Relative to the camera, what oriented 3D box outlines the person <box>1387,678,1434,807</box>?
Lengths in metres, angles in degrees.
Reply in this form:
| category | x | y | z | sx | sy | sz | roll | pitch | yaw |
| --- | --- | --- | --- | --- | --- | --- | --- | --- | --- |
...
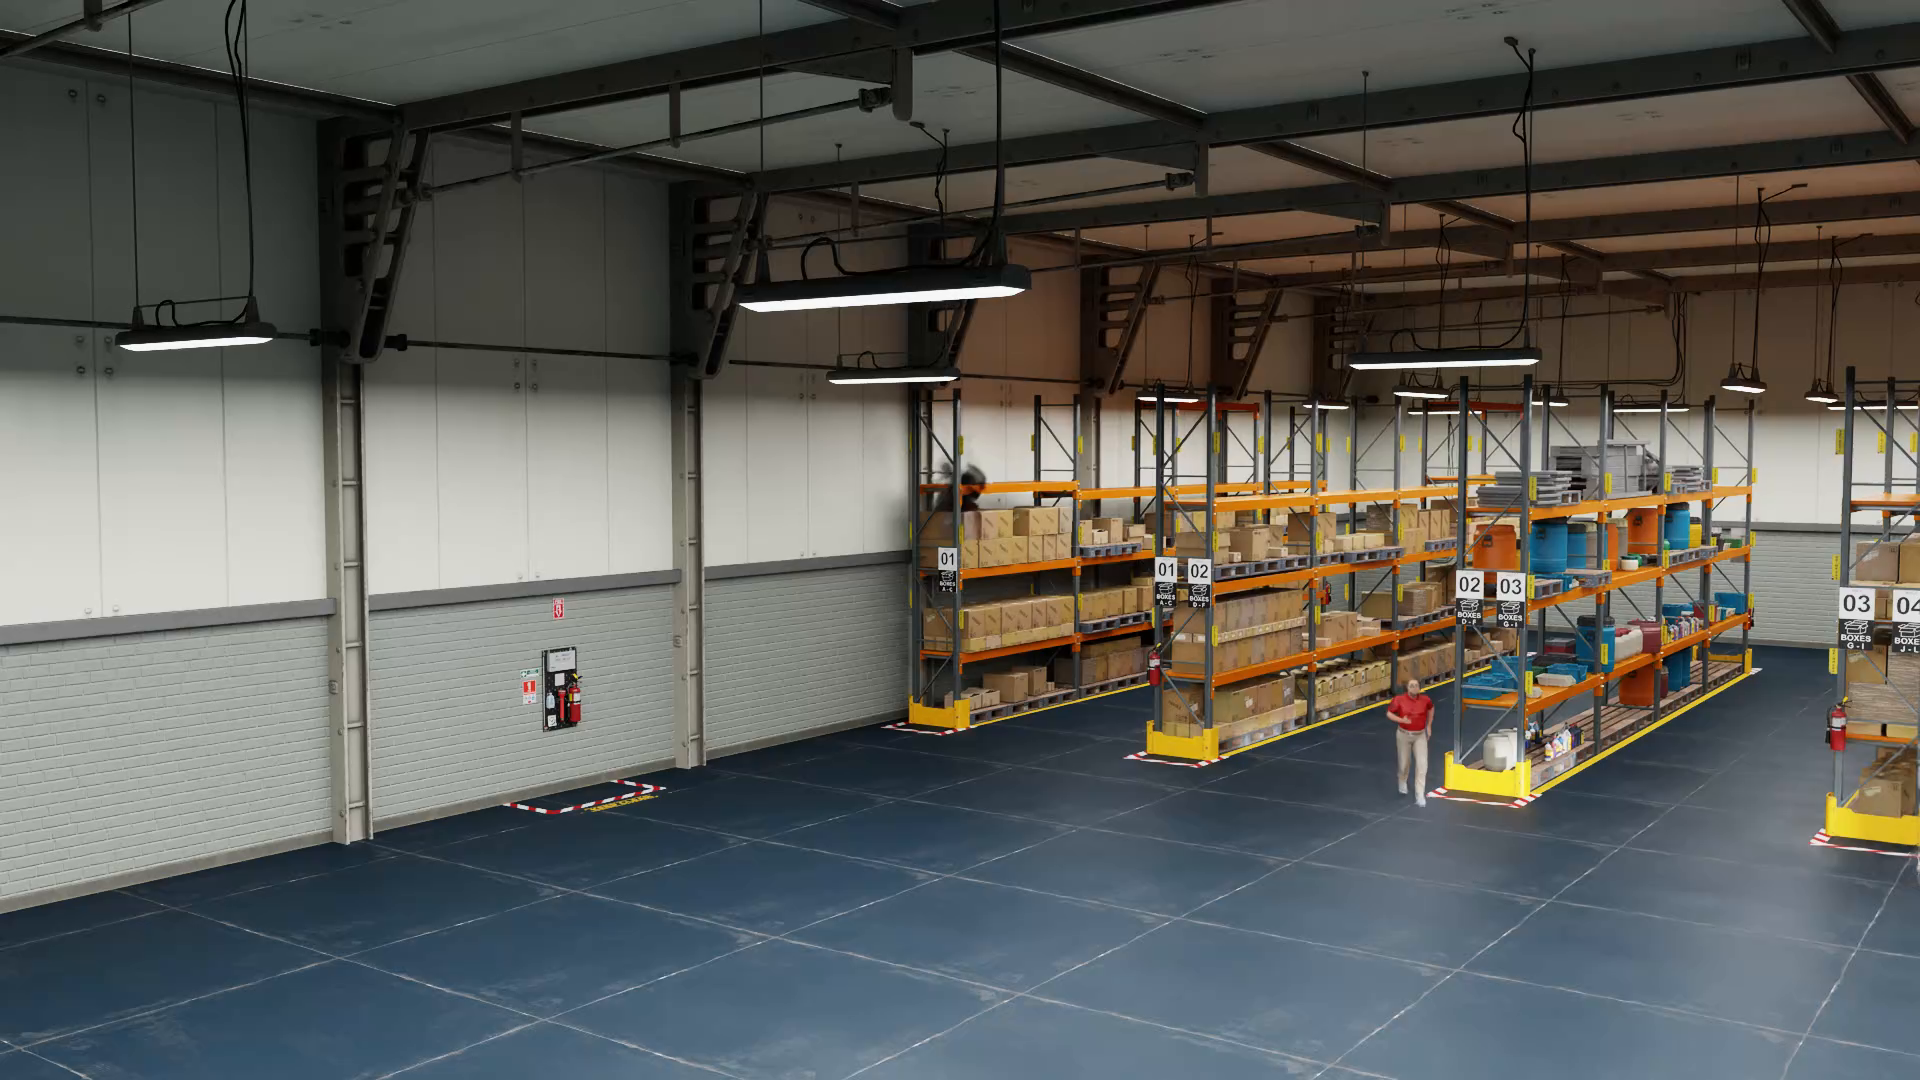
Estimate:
| category | x | y | z | sx | sy | sz | roll | pitch | yaw |
| --- | --- | --- | --- | --- | --- | --- | --- | --- | --- |
| person | 6.367 | 2.810 | 23.474 | 0.689 | 1.755 | 0.936 | 0 | 3 | 6 |
